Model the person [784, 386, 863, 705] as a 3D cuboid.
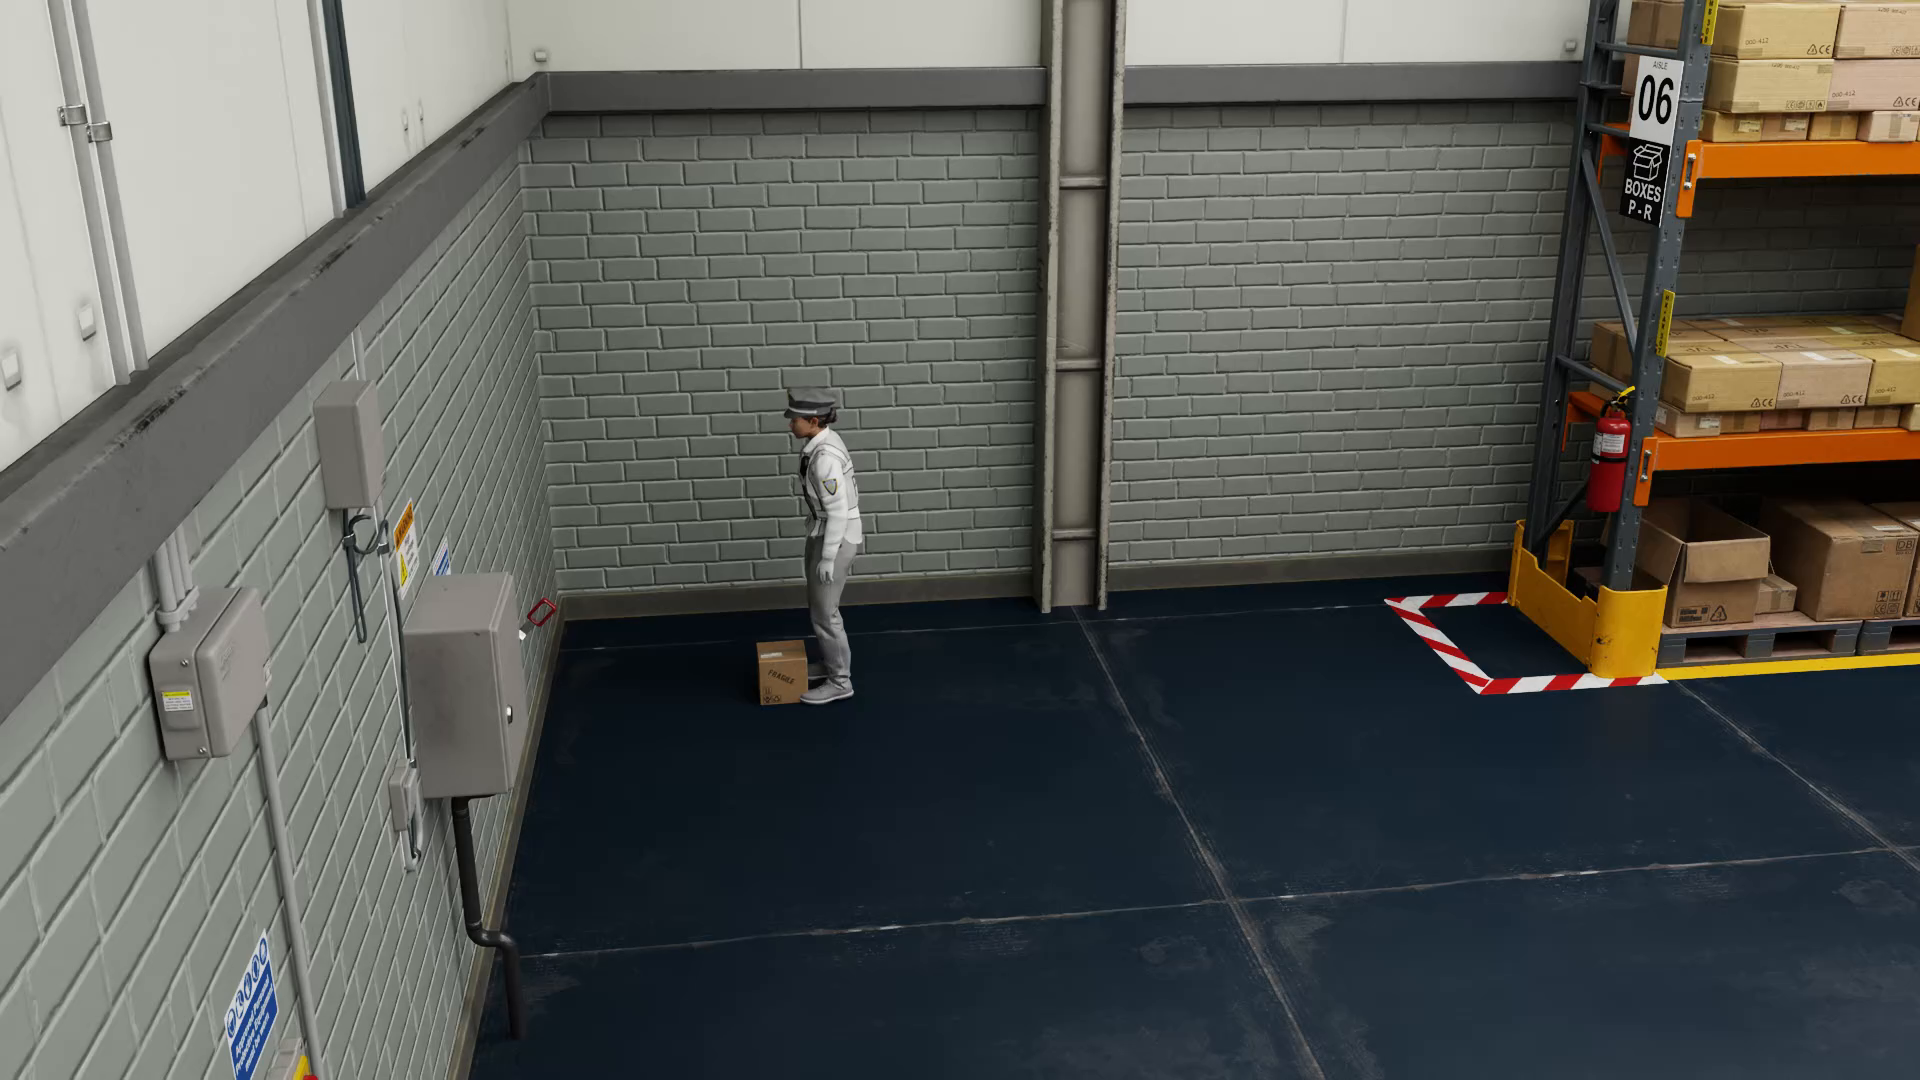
[{"bbox_3d":[-0.693,0.019,8.518,0.376,1.662,0.542,-4,21,-11],"label":"person"}]
